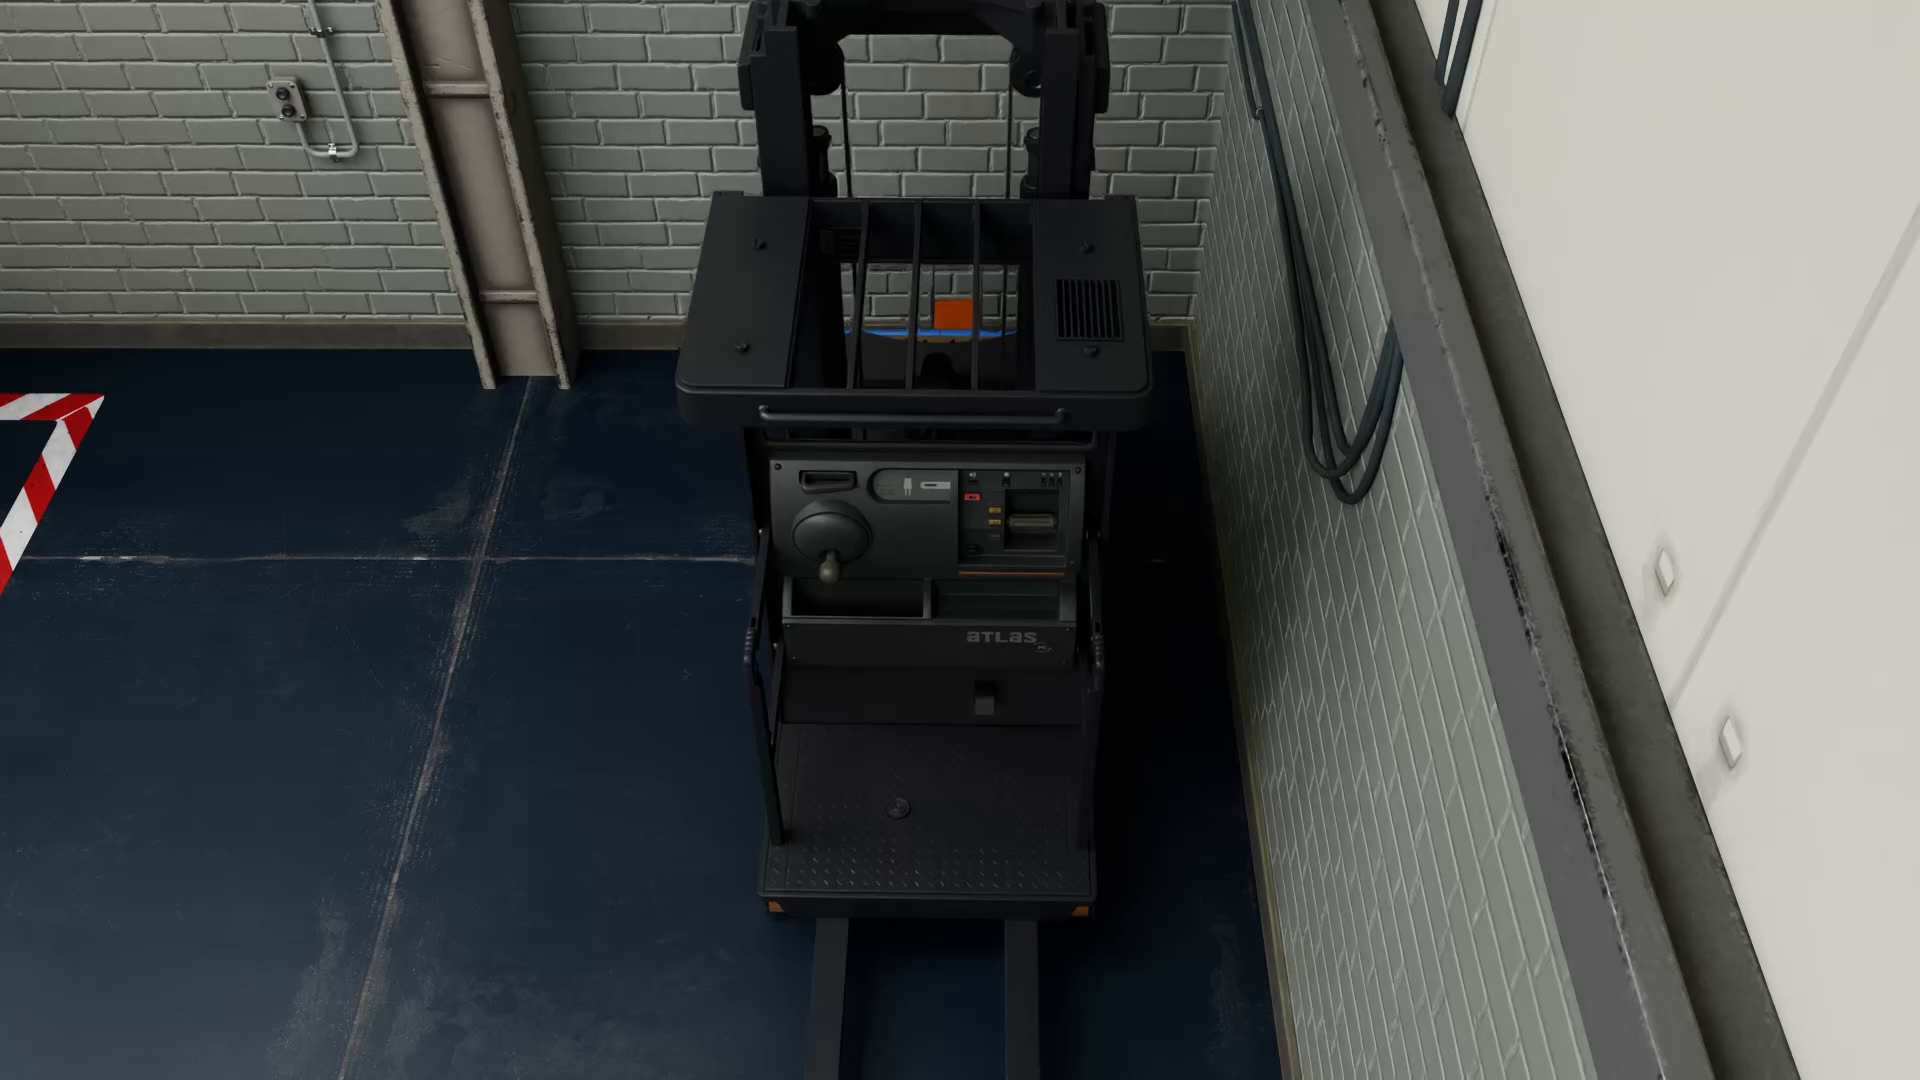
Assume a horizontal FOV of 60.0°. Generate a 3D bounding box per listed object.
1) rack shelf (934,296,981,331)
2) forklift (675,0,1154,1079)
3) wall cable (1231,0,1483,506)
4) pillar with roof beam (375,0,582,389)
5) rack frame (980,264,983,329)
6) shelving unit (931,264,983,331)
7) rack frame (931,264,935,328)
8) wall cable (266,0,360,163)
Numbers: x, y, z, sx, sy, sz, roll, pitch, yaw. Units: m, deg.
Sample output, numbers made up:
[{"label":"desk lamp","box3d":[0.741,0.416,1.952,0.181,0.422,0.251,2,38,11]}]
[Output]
[{"label":"rack shelf","box3d":[-0.011,-0.811,6.333,0.180,0.103,0.258,1,47,1]},{"label":"forklift","box3d":[-0.097,0.035,4.796,1.130,2.935,3.031,1,47,1]},{"label":"wall cable","box3d":[1.011,-1.896,4.569,0.112,2.526,3.097,0,47,0]},{"label":"pillar with roof beam","box3d":[-1.957,-0.706,1.340,0.400,9.000,9.100,0,47,0]},{"label":"rack frame","box3d":[0.081,-0.593,6.562,0.006,1.200,0.240,1,47,1]},{"label":"shelving unit","box3d":[-0.011,-0.594,6.563,0.189,1.200,0.258,1,47,1]},{"label":"rack frame","box3d":[-0.102,-0.595,6.564,0.006,1.200,0.240,1,47,1]},{"label":"wall cable","box3d":[-3.360,-2.222,6.156,1.851,1.984,0.084,0,47,0]}]
